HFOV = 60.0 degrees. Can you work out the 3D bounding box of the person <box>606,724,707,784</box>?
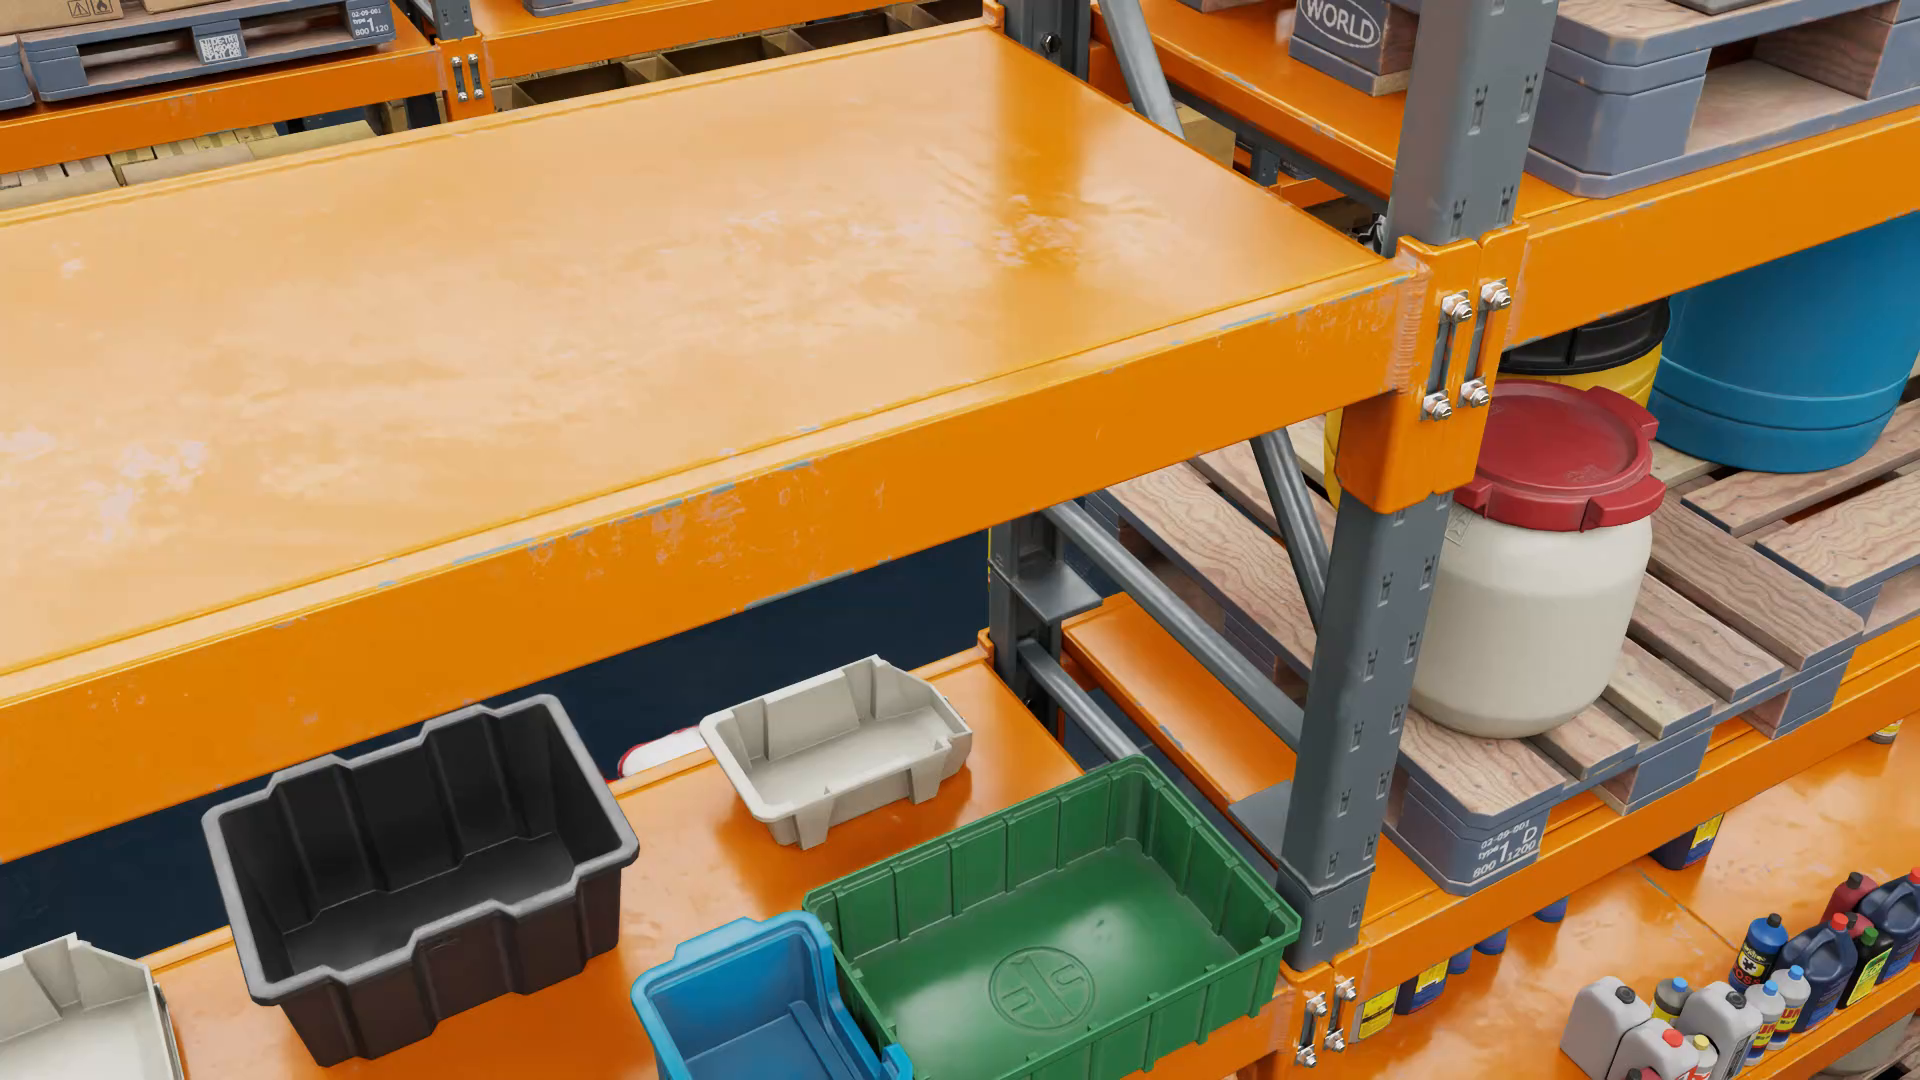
[{"bbox_3d":[-1.018,1.082,6.327,0.949,0.801,0.521,-20,41,-25],"label":"person"}]
